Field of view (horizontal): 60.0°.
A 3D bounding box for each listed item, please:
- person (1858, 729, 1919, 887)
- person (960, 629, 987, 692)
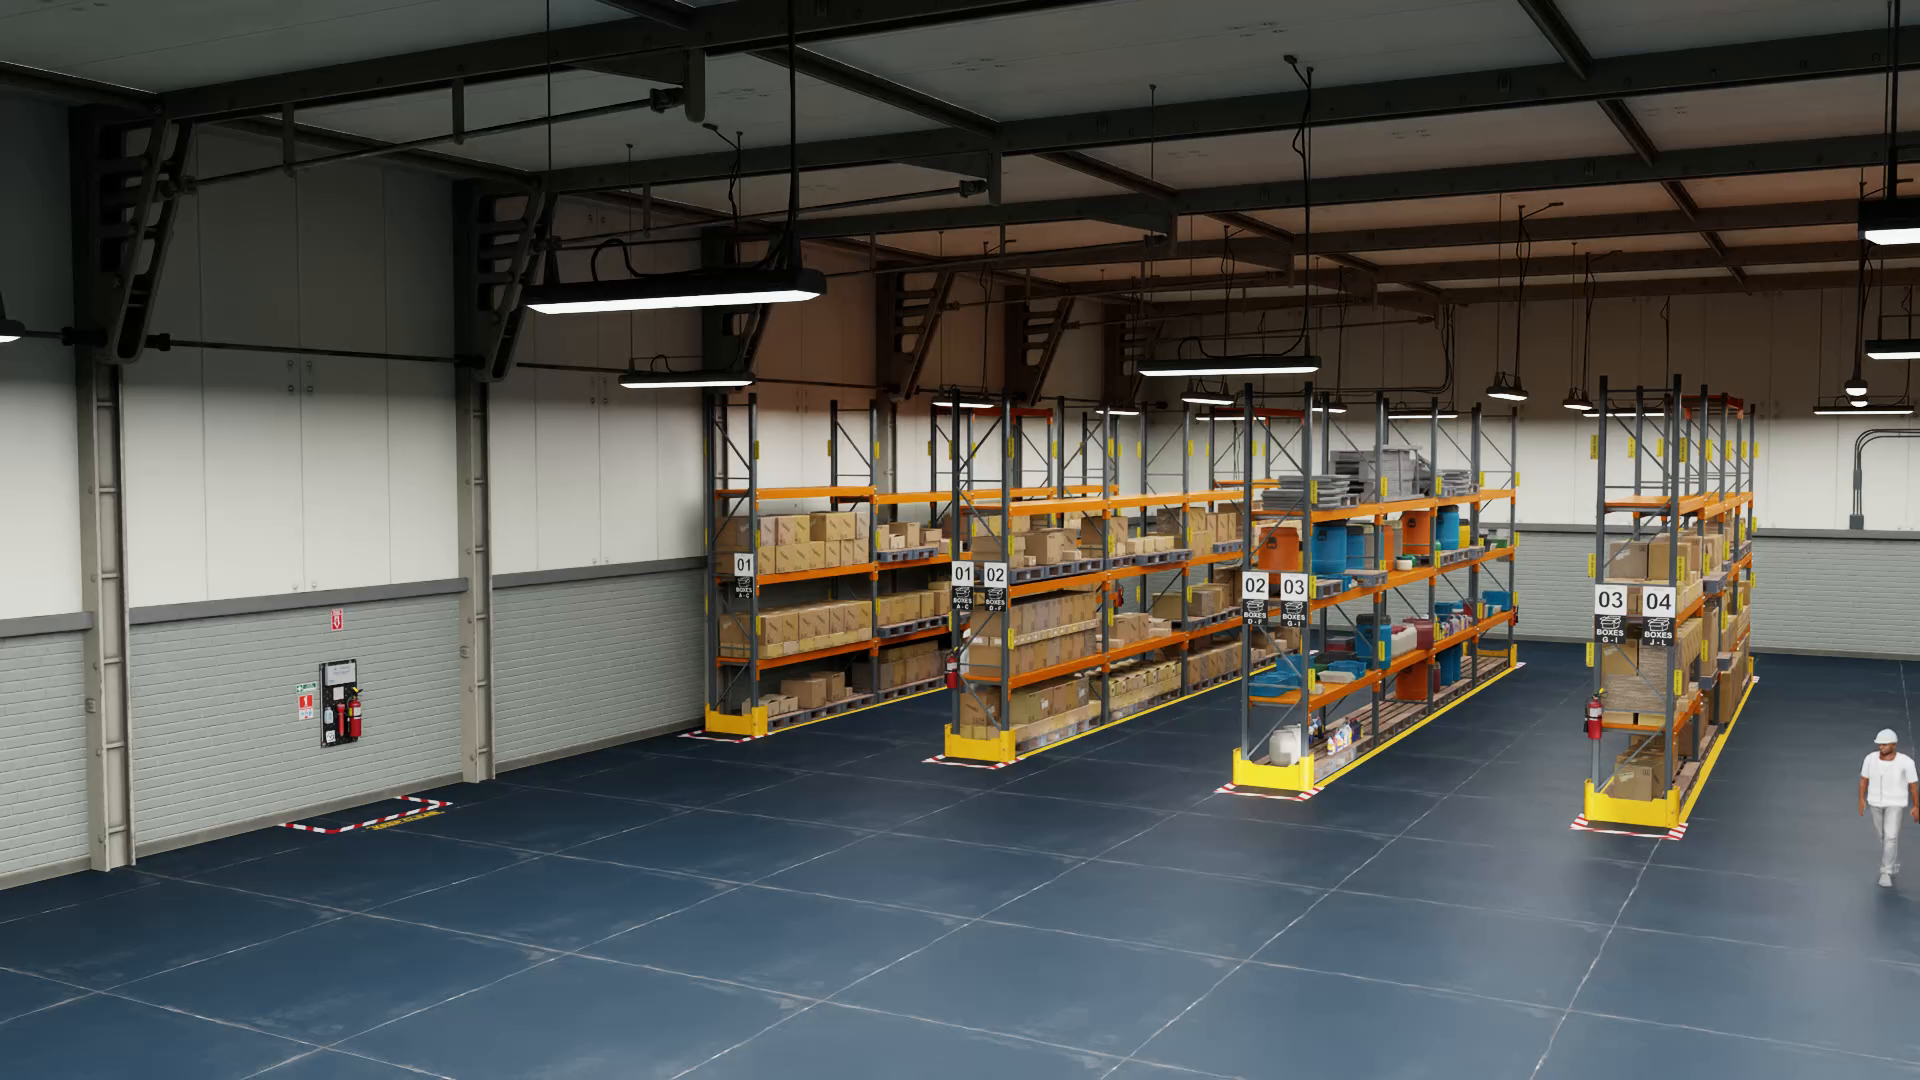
[{"bbox_3d":[10.712,3.065,19.281,0.894,1.726,0.611,-2,4,-34],"label":"person"},{"bbox_3d":[0.157,2.452,30.060,0.553,1.670,0.919,3,4,43],"label":"person"}]
